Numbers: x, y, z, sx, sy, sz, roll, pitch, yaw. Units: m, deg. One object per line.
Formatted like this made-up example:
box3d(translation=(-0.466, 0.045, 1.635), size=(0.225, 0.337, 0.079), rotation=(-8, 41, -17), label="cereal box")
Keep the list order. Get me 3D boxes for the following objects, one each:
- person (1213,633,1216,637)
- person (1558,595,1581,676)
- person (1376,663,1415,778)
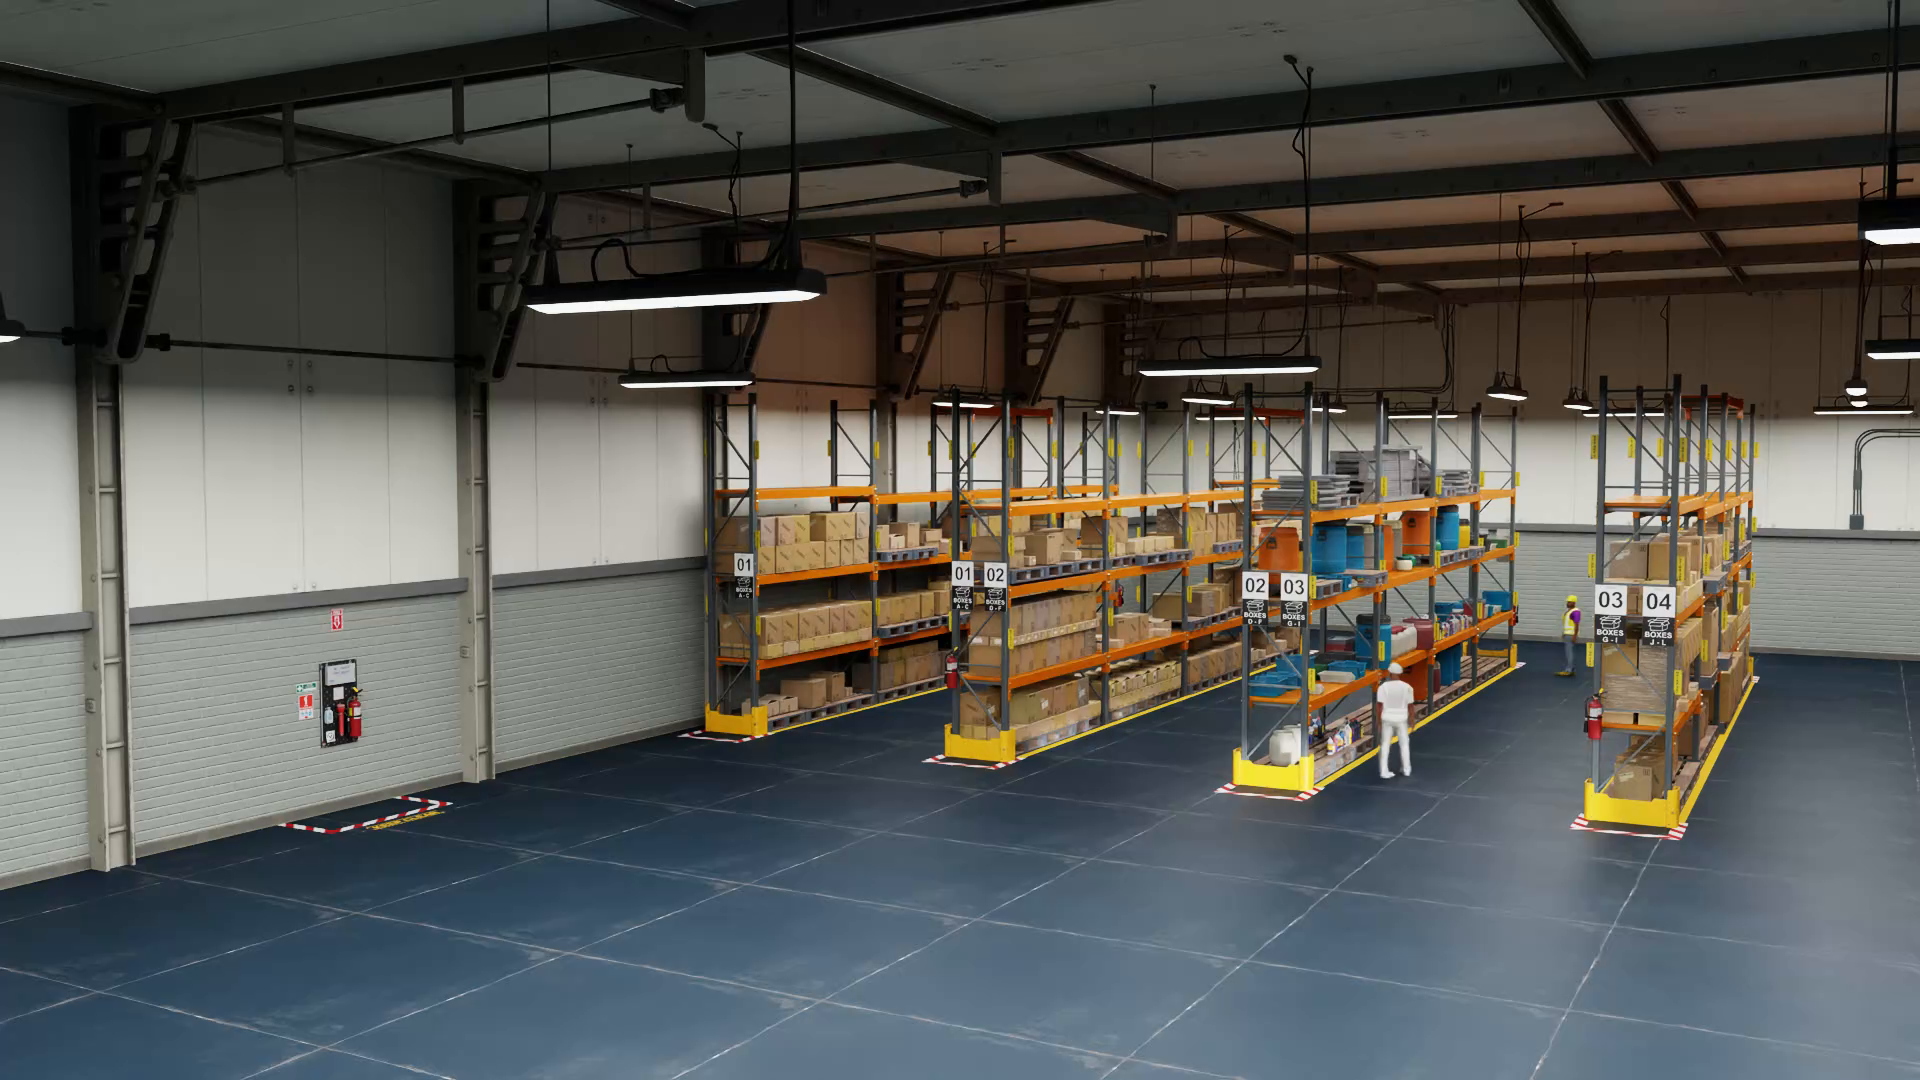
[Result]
box3d(translation=(6.180, 1.932, 41.186), size=(0.352, 1.695, 0.553), rotation=(1, 3, 25), label="person")
box3d(translation=(13.576, 2.118, 37.073), size=(0.460, 1.766, 0.599), rotation=(1, 3, 17), label="person")
box3d(translation=(6.711, 2.747, 25.492), size=(0.551, 1.759, 0.621), rotation=(2, 4, 31), label="person")
